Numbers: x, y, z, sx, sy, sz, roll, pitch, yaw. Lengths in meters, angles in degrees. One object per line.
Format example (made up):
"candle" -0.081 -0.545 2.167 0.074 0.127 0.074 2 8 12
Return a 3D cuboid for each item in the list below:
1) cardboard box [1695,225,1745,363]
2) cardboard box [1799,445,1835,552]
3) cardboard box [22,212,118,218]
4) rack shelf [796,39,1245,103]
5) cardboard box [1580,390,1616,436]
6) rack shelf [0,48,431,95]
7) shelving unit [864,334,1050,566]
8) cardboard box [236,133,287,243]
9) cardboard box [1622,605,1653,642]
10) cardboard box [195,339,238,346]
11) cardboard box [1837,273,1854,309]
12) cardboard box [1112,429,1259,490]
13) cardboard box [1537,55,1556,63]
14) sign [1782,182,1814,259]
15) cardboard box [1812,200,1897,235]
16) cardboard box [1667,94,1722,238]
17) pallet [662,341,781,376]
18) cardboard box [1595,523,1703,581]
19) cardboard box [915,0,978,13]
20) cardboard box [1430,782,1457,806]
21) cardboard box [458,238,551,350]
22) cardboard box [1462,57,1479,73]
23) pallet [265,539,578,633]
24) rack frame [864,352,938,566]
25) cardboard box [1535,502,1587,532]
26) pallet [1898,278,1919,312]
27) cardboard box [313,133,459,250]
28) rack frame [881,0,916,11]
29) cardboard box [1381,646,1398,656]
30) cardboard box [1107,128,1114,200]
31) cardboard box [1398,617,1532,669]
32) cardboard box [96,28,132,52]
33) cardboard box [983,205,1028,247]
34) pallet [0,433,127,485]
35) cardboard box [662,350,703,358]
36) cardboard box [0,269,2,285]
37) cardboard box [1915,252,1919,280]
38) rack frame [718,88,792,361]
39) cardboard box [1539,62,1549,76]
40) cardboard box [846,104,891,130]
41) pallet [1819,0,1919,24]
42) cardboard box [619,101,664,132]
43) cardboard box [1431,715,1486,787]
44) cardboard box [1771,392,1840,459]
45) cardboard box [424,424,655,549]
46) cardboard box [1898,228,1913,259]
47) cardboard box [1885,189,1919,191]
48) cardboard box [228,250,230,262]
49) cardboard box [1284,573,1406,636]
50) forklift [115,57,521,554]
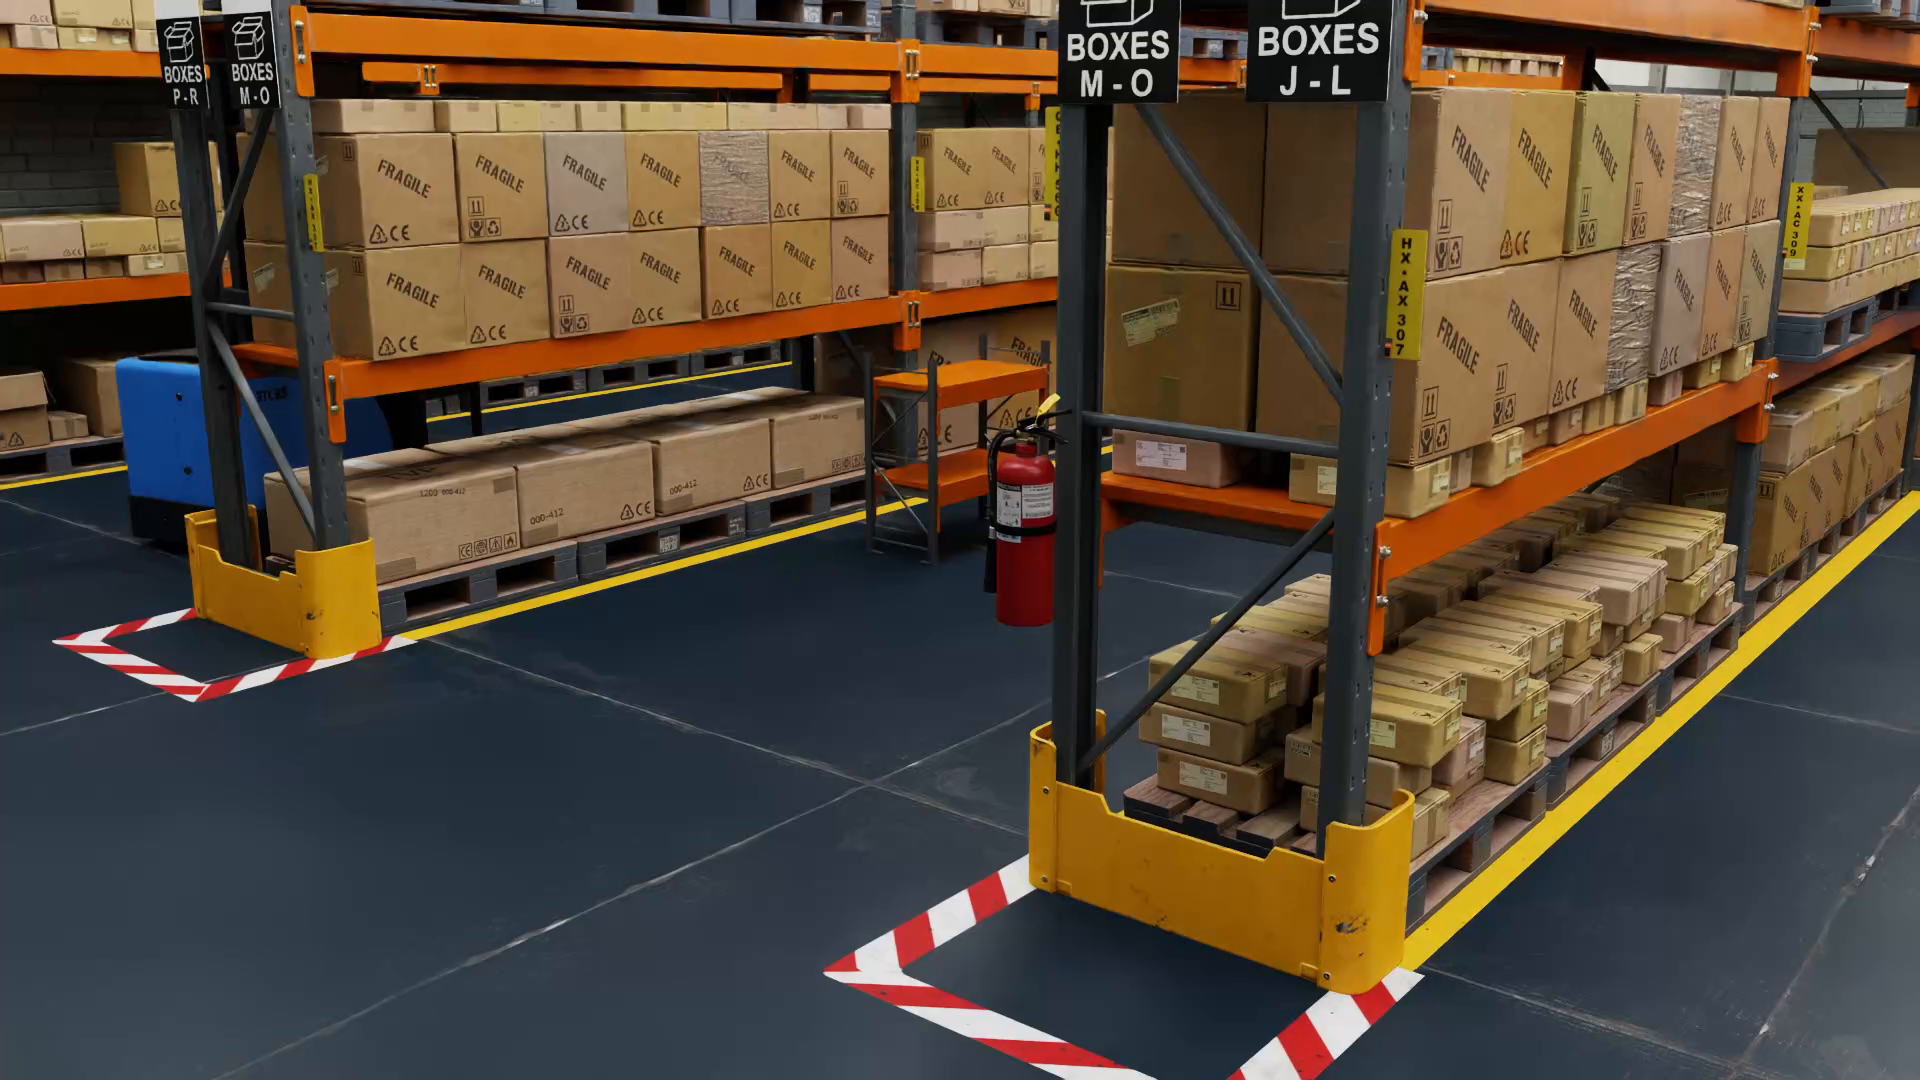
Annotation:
"cardboard box" 2.810 -1.011 6.703 0.500 0.500 0.500 11 18 36
"cardboard box" 4.224 -0.248 8.731 0.500 0.500 0.500 12 19 40
"cardboard box" -6.346 -2.195 11.873 0.500 0.250 0.500 12 19 39
"rack shelf" 0.565 -3.289 11.845 1.077 0.370 4.000 11 18 38
"cardboard box" 2.107 -0.484 5.946 0.380 0.149 0.250 12 19 40
"rack shelf" -5.812 -3.290 11.851 1.077 0.370 4.000 11 18 38
"shelving unit" -0.004 -0.544 9.479 0.538 1.125 1.048 11 18 38
"cardboard box" -3.088 -1.697 7.976 0.500 0.500 0.500 12 19 39
"cardboard box" 2.577 0.282 6.753 0.380 0.149 0.250 12 18 39
"cardboard box" -5.391 -1.253 12.687 0.700 0.500 0.500 10 18 35
"cardboard box" 3.997 -1.194 7.888 0.380 0.149 0.250 12 18 38
"cardboard box" 0.693 -0.272 5.113 0.380 0.149 0.250 11 18 38
"cardboard box" 6.099 -5.288 17.955 0.500 0.250 0.500 12 18 39
"sign" 3.649 -1.391 7.248 0.100 0.325 0.005 11 18 38
"cardboard box" 4.480 -1.628 8.388 0.380 0.149 0.250 11 18 37
"cardboard box" 2.483 -1.404 6.218 0.500 0.500 0.500 12 18 39
"pallet" -2.540 -1.845 16.458 1.003 0.211 1.213 11 18 38
"cardboard box" 2.920 0.048 7.070 0.380 0.149 0.250 11 18 37
"cardboard box" -0.105 -3.434 10.378 0.396 0.266 0.258 11 18 37
"cardboard box" 1.387 0.777 5.410 0.380 0.149 0.250 11 18 37
"cardboard box" -2.385 -1.232 8.176 0.500 0.500 0.500 11 18 37
"cardboard box" 4.933 -4.728 16.558 0.380 0.149 0.250 11 18 38
"pallet" -2.764 0.152 8.597 1.003 0.211 1.213 11 18 38
"rack frame" -0.324 -0.447 9.096 0.500 1.125 0.032 11 18 38
"cardboard box" 2.625 -0.087 7.600 0.380 0.149 0.250 12 19 40
"pallet" 5.371 -1.574 10.116 1.213 0.211 1.003 11 18 38
"cardboard box" -2.683 -1.615 7.656 0.500 0.500 0.500 11 18 36
"rack frame" -0.692 -4.708 9.880 1.000 3.000 0.127 11 18 38
"cardboard box" 1.392 0.466 6.031 0.380 0.149 0.250 11 18 37
"cardboard box" 0.744 -2.671 11.810 0.500 0.500 0.500 11 18 37
"cardboard box" 1.731 0.394 5.708 0.380 0.149 0.250 10 17 35
"cardboard box" -5.866 -3.400 11.332 0.380 0.149 0.250 11 18 37
"cardboard box" 0.110 -2.115 11.145 0.500 0.250 0.500 12 18 38
"pallet" -6.521 -0.618 11.626 1.003 0.211 1.213 11 18 38
"cardboard box" -2.789 -2.017 15.694 0.500 0.500 0.500 12 19 40
"cardboard box" -6.525 -1.757 10.955 0.380 0.149 0.250 12 18 39
"cardboard box" 5.137 -1.541 9.252 0.380 0.149 0.250 10 18 35
"rack frame" -2.041 -3.334 16.655 1.000 3.000 0.127 11 18 38
"cardboard box" 6.188 -5.127 18.133 0.380 0.149 0.250 11 18 37
"cardboard box" -0.638 -2.540 9.977 0.380 0.149 0.250 11 18 36
"pallet" 3.693 -2.518 7.734 1.213 0.211 1.003 11 18 38
"cardboard box" -1.760 -2.198 8.630 0.380 0.149 0.250 11 18 36
"cardboard box" 1.453 0.642 5.337 0.380 0.149 0.250 11 18 37
"cardboard box" 4.225 -0.612 8.642 0.500 0.250 0.500 12 18 39
"cardboard box" -2.300 -0.315 9.120 0.875 0.438 0.875 12 18 39
"cardboard box" 4.809 -1.584 8.819 0.380 0.149 0.250 11 18 36
"cardboard box" 5.625 -1.977 9.764 0.380 0.149 0.250 11 18 37
"cardboard box" -5.424 -2.108 12.339 0.380 0.149 0.250 12 18 38
"cardboard box" 1.448 0.253 6.263 0.380 0.149 0.250 12 19 40
"forklift" -3.589 -1.653 10.177 1.130 2.935 3.031 7 16 26
